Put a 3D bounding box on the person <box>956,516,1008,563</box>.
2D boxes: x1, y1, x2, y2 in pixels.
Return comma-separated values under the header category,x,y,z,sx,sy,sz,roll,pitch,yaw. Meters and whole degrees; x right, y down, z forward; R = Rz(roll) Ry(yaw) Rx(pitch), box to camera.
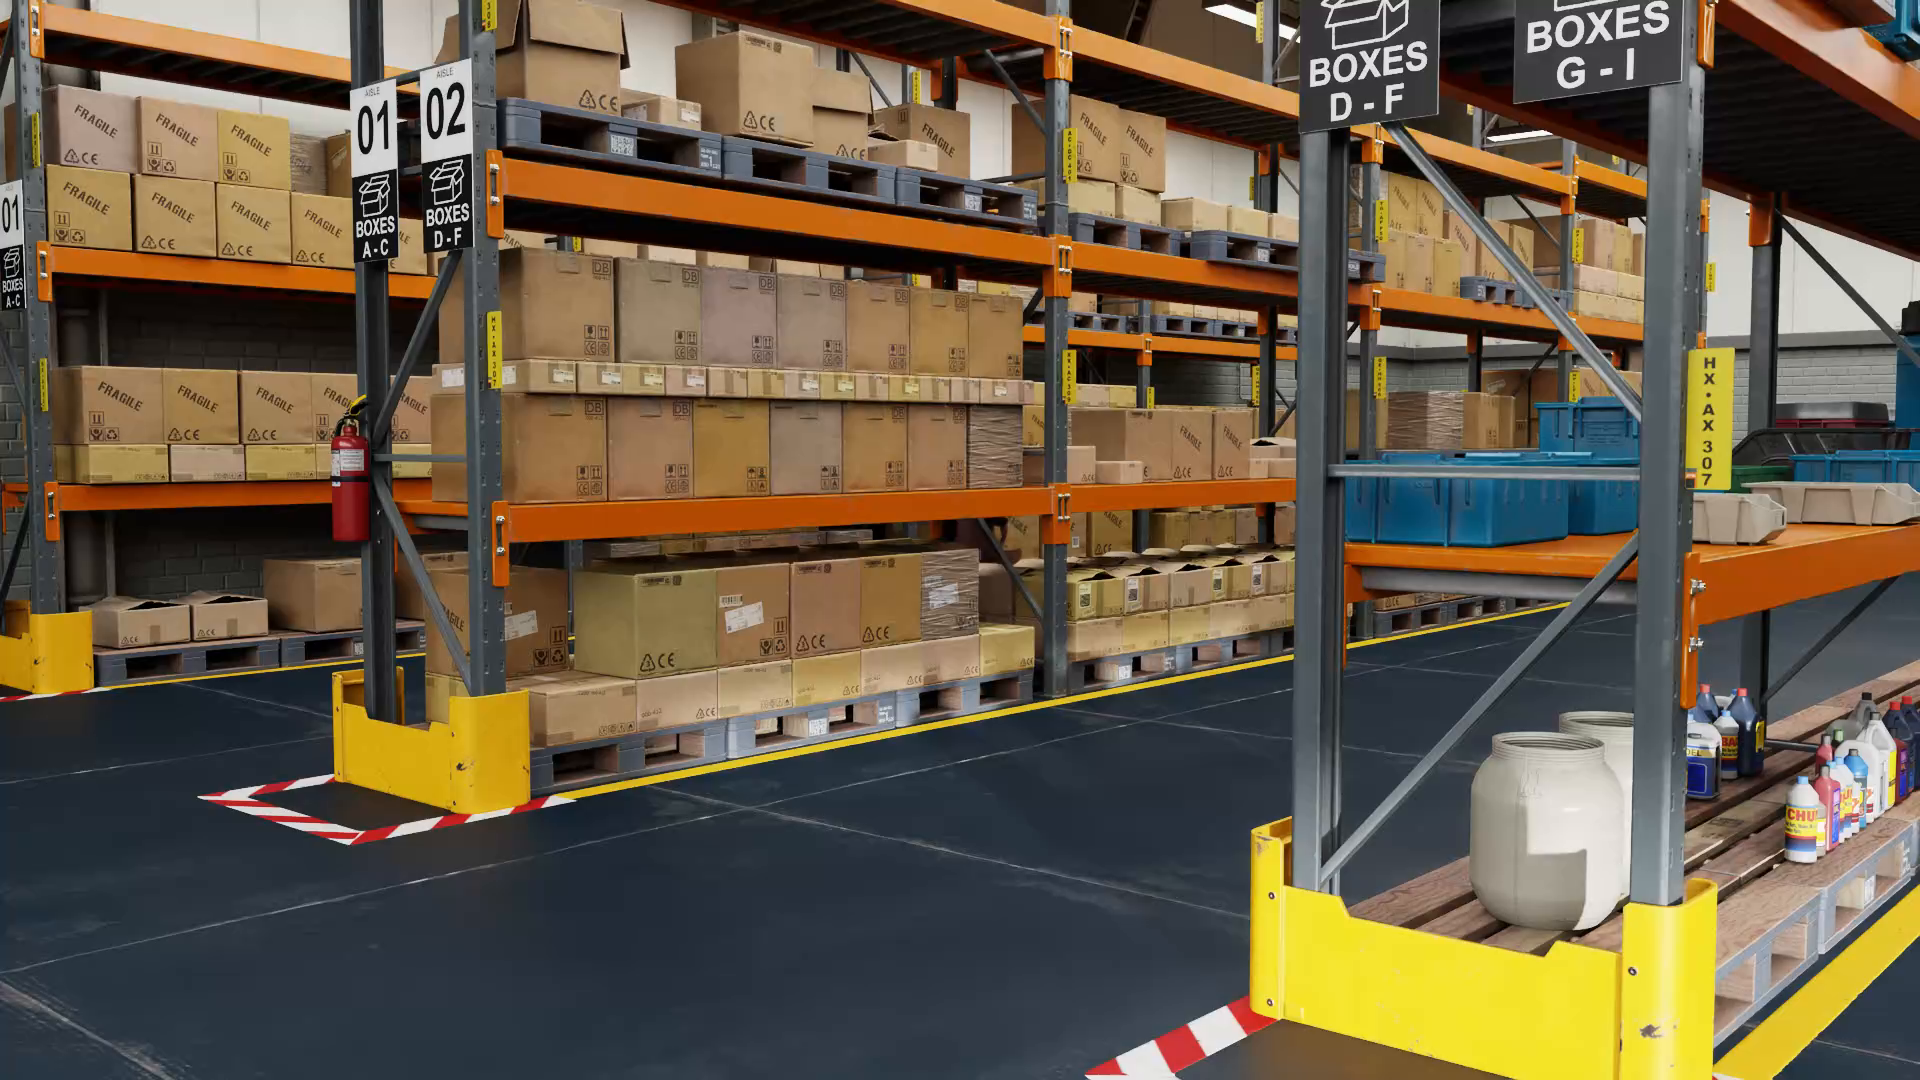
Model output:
category,x,y,z,sx,sy,sz,roll,pitch,yaw
person,0.081,-0.064,12.711,0.661,1.777,0.441,3,5,40
